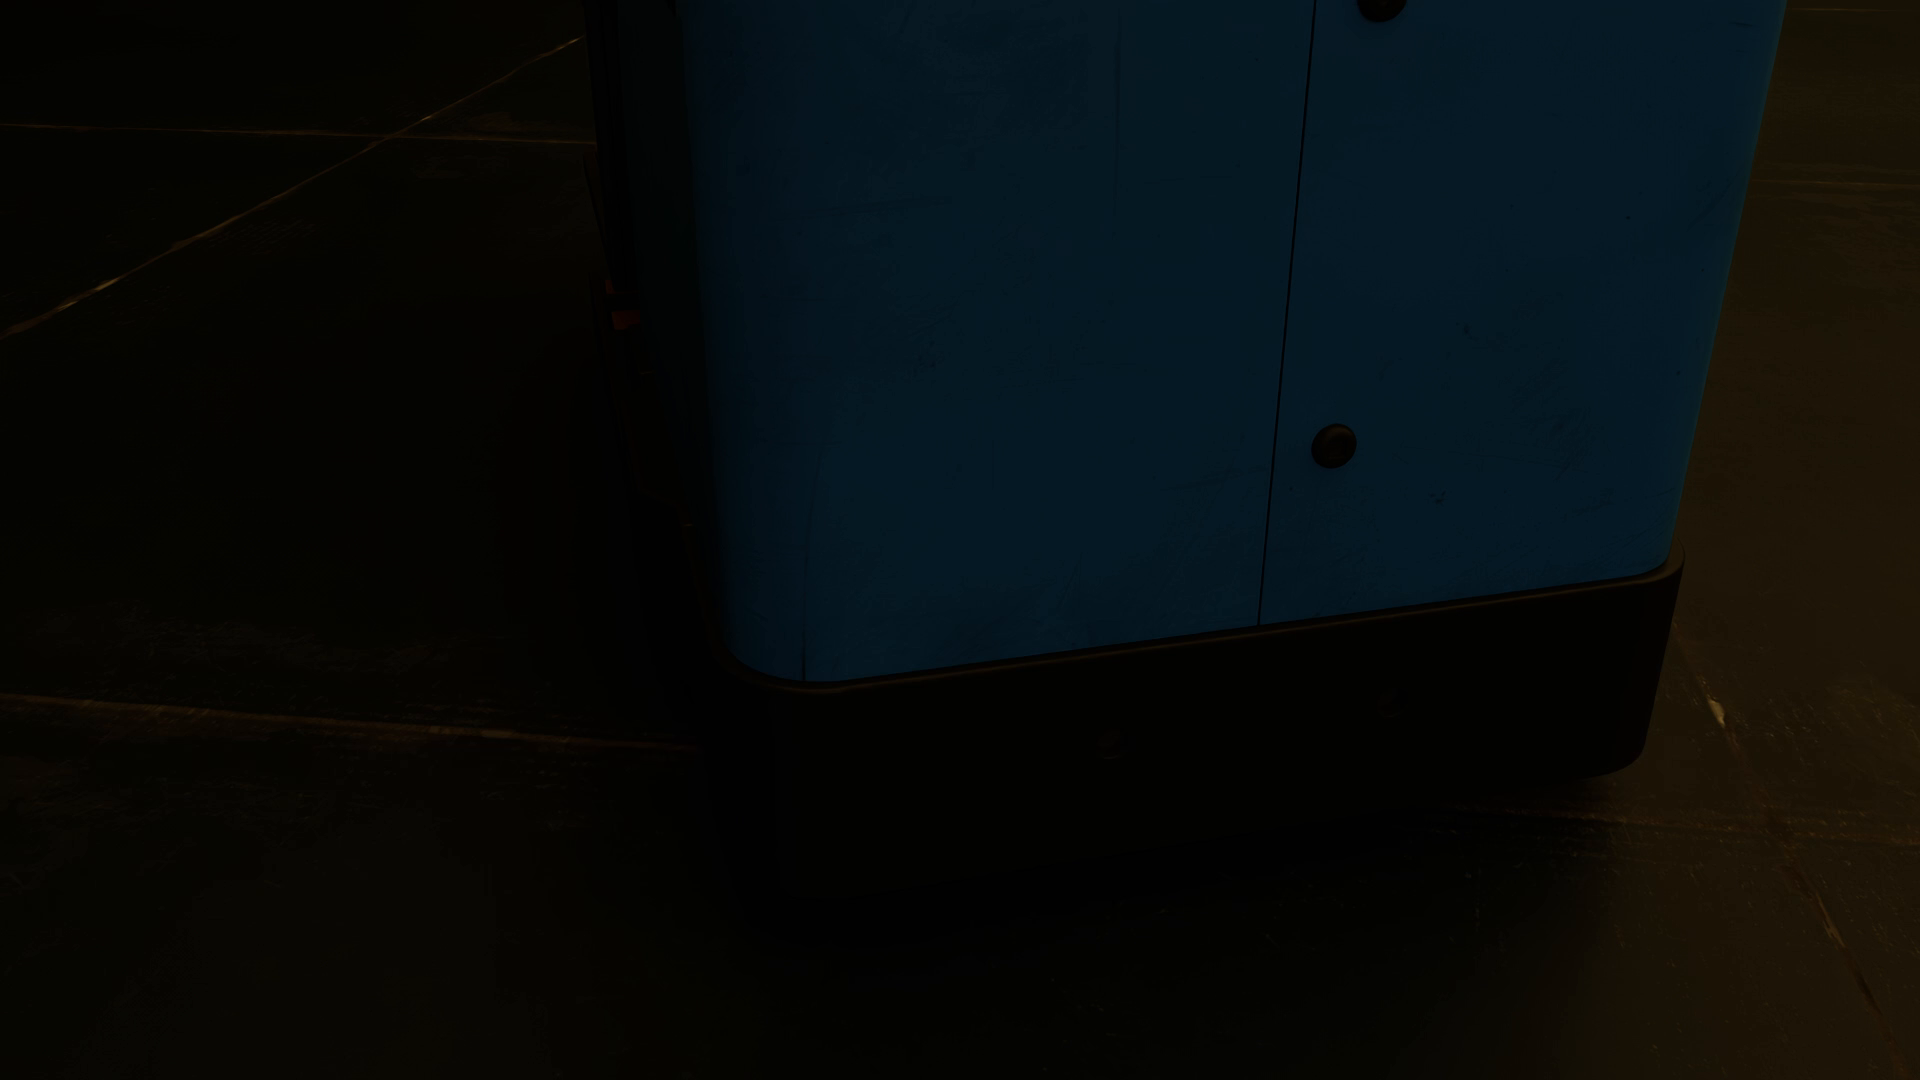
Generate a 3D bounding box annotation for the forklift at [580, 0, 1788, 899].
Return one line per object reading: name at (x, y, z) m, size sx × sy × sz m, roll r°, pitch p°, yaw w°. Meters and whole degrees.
forklift at (-0.082, -1.597, 2.417) m, size 1.130 × 2.935 × 3.031 m, roll -7°, pitch 27°, yaw -13°
